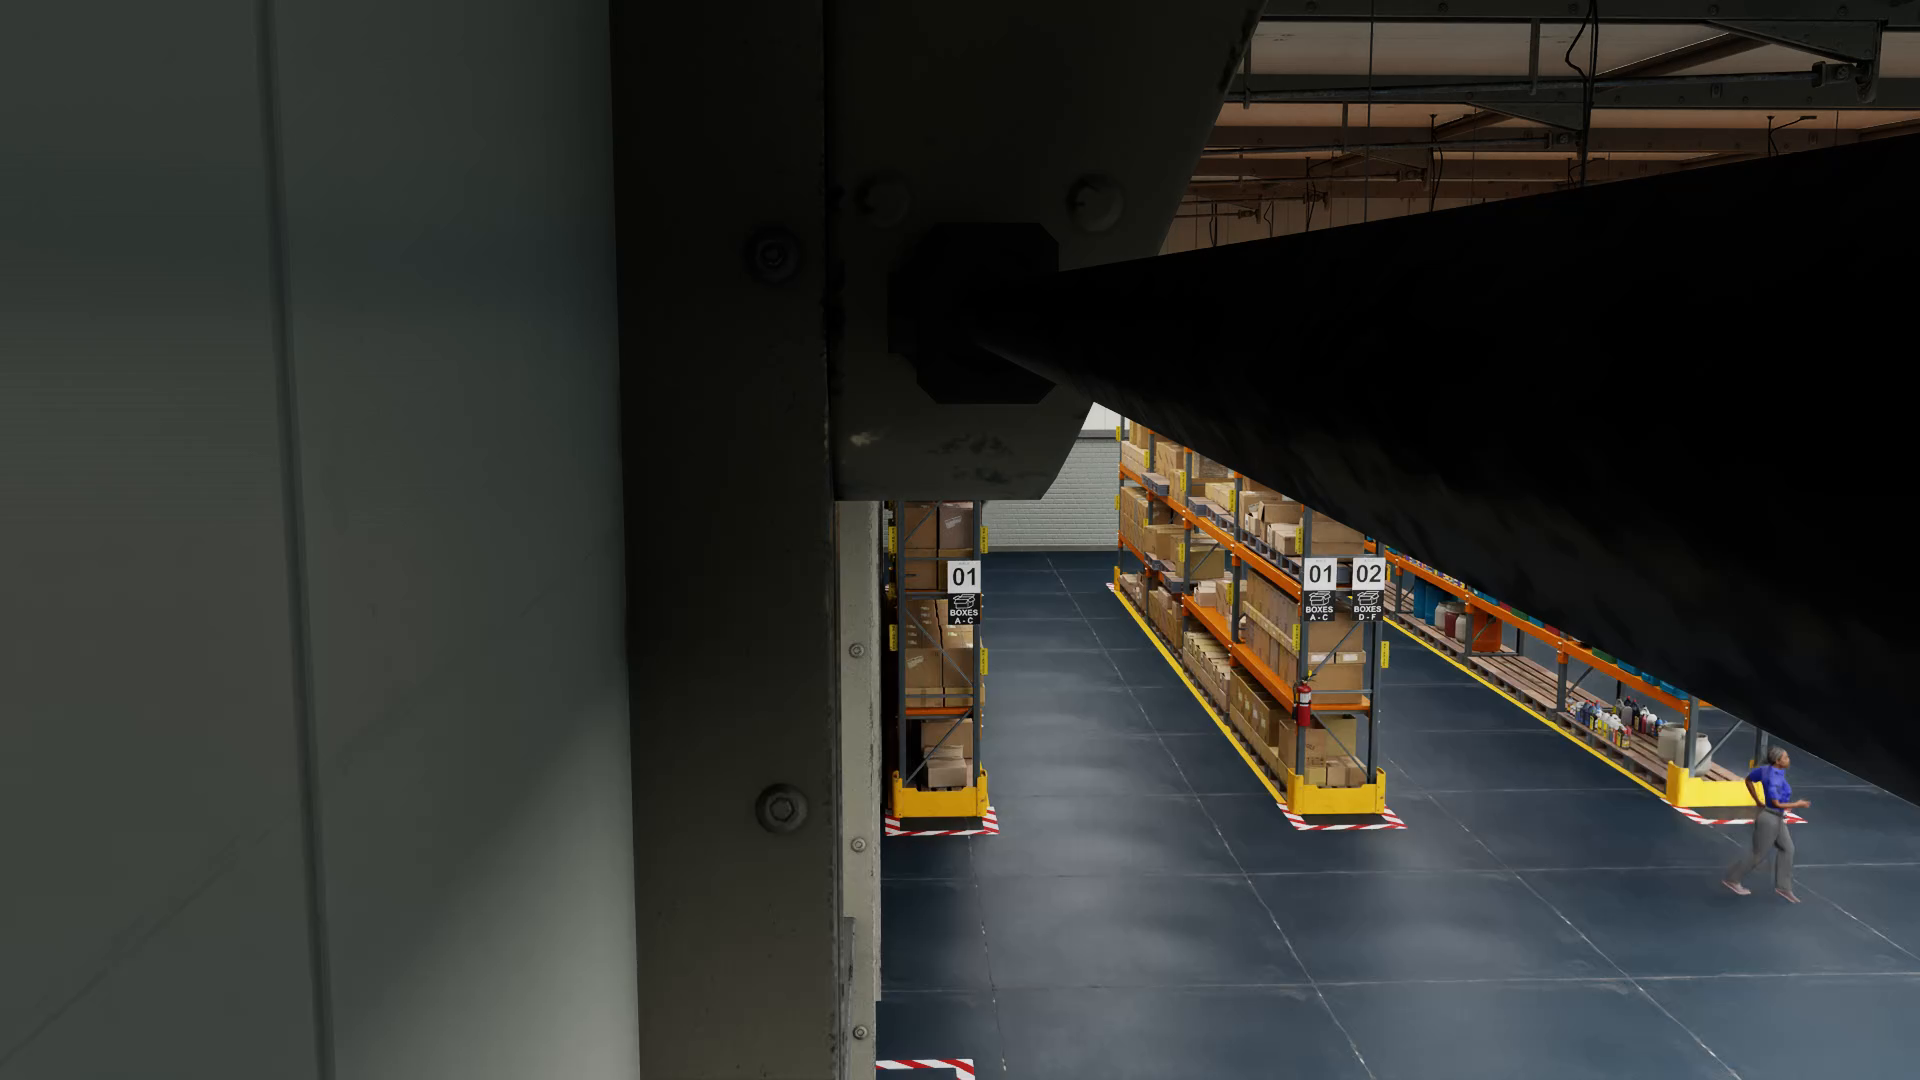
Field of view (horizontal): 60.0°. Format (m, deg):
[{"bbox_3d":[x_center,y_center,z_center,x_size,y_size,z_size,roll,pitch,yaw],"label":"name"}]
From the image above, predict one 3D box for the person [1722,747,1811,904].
[{"bbox_3d":[8.502,3.007,17.520,0.788,1.713,0.570,4,9,25],"label":"person"}]
